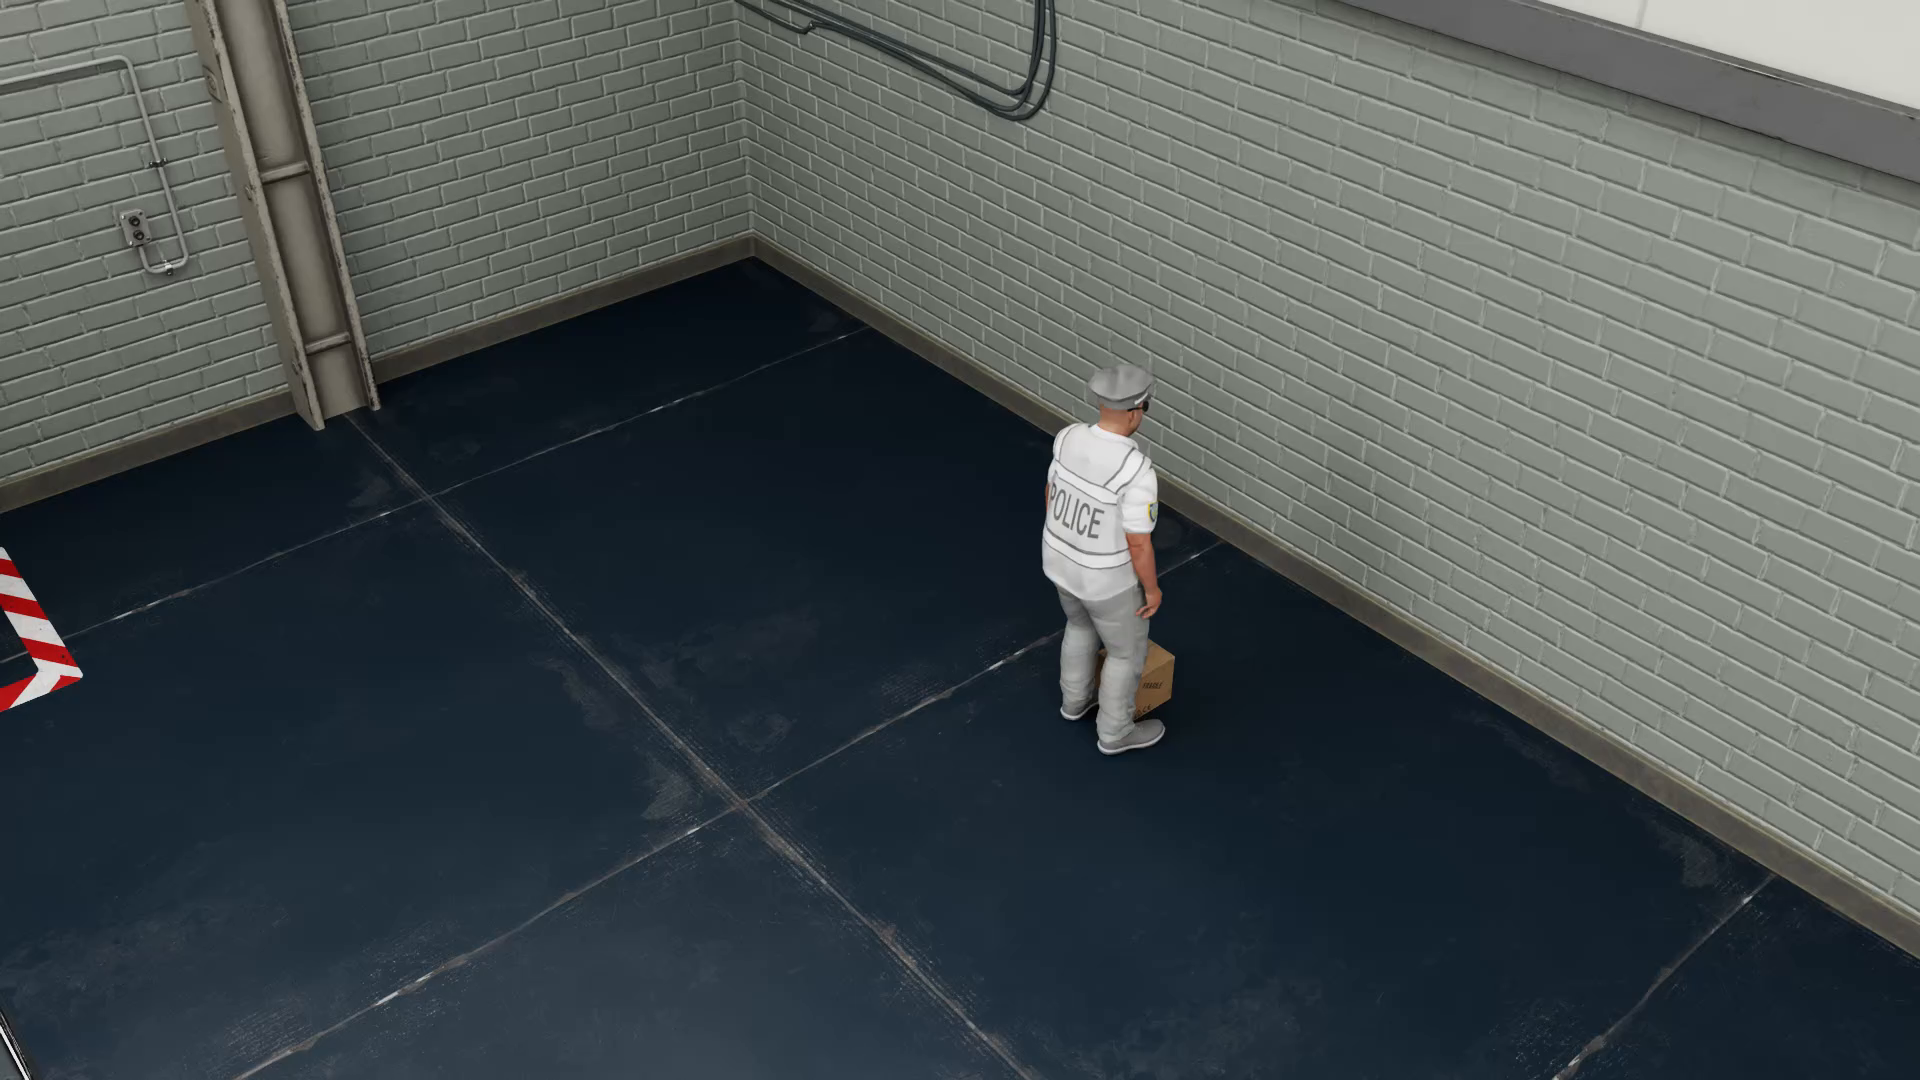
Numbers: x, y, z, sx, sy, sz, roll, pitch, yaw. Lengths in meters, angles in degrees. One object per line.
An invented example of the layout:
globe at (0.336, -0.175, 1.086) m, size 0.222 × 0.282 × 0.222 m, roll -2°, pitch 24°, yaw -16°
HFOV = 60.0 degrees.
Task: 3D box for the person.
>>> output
person at (0.594, 0.101, 6.931) m, size 0.466 × 1.748 × 0.587 m, roll -27°, pitch 43°, yaw -32°
